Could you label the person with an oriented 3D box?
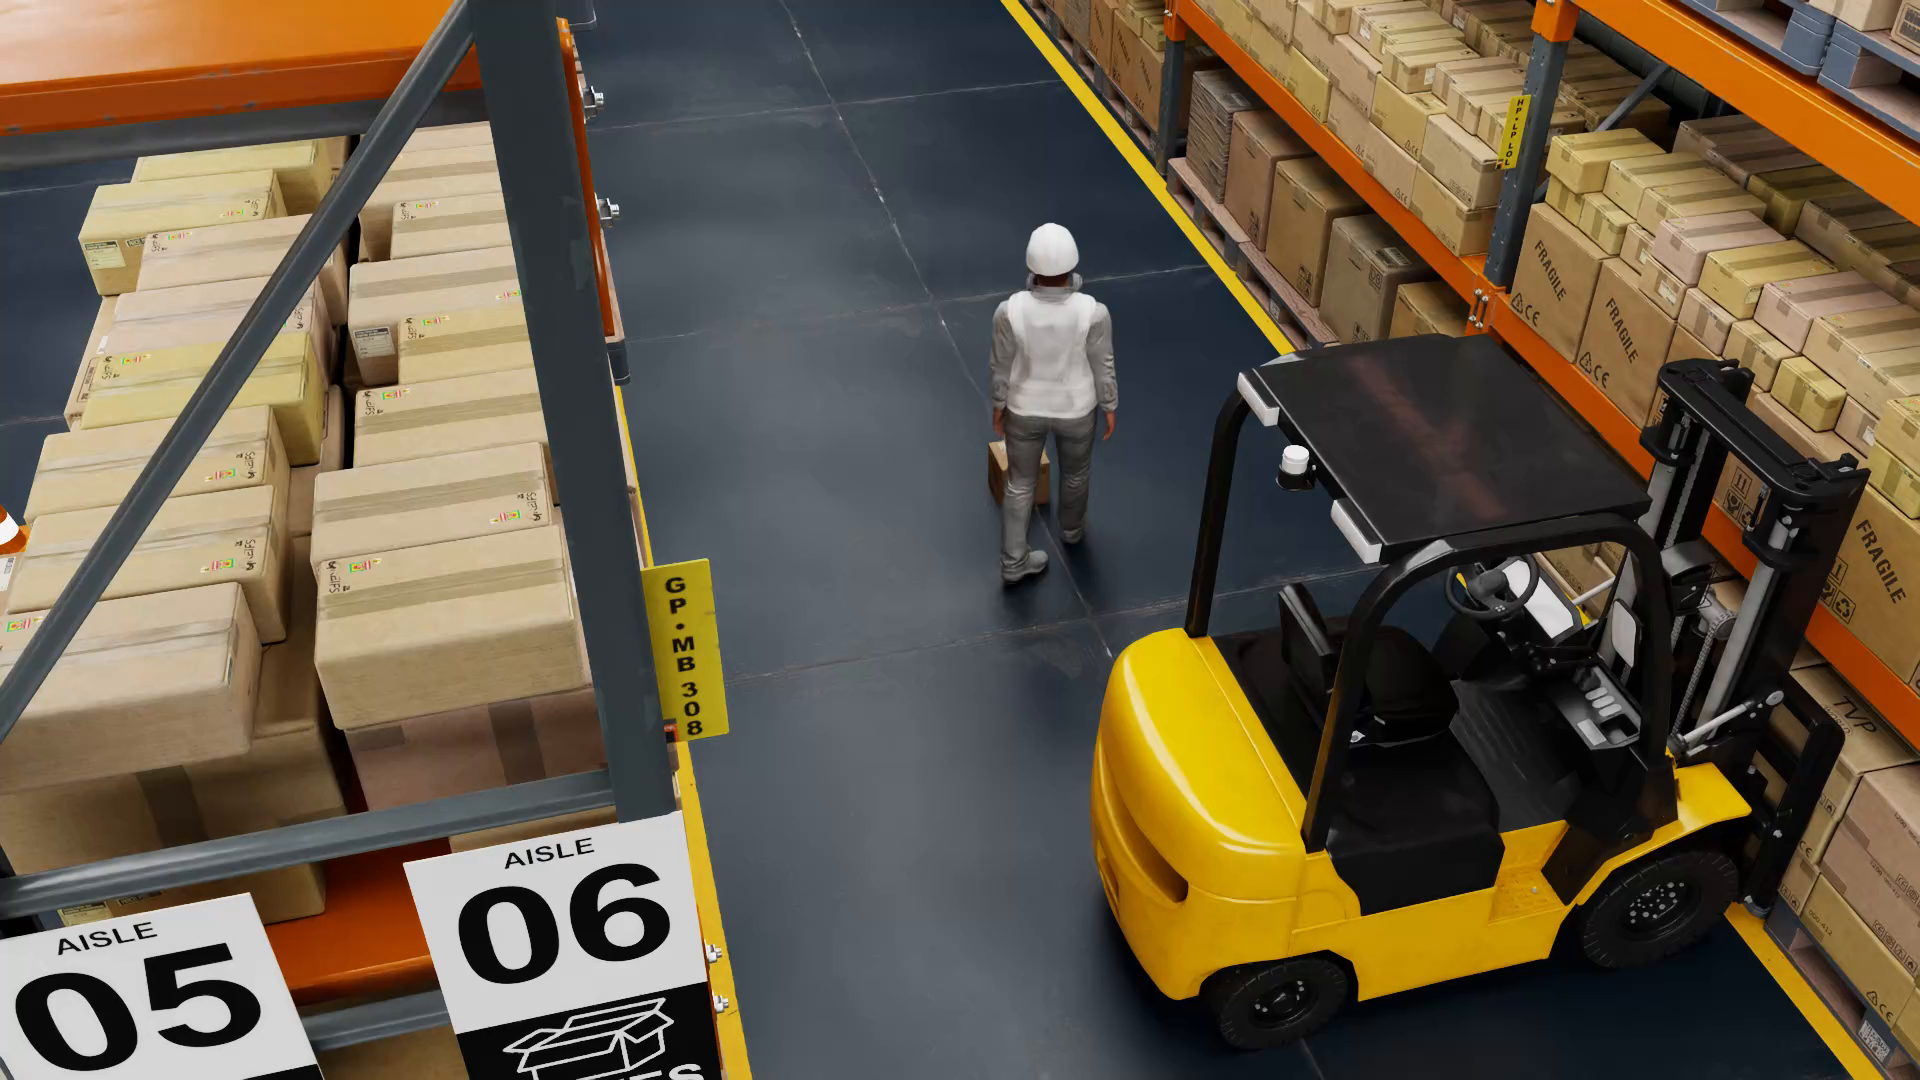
[{"bbox_3d":[0.426,-0.650,7.524,0.581,1.771,0.684,4,38,5],"label":"person"}]
